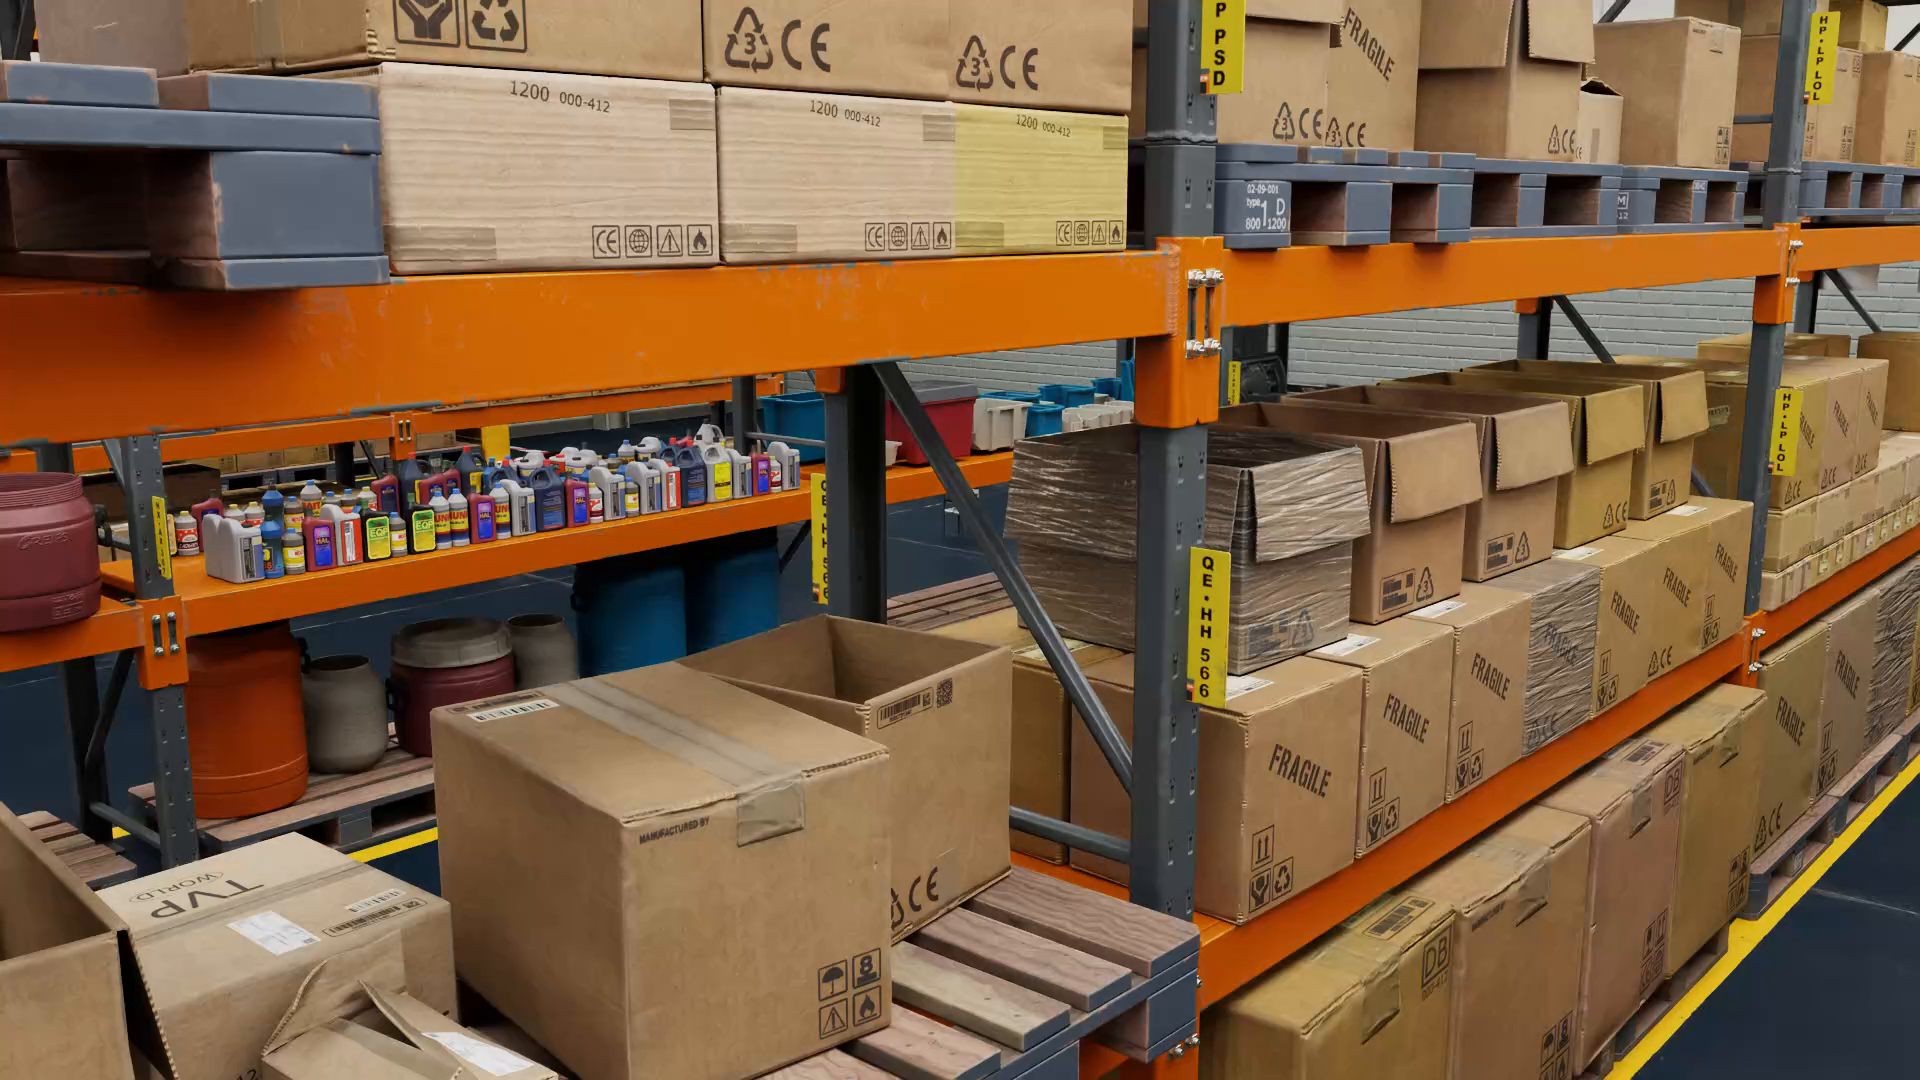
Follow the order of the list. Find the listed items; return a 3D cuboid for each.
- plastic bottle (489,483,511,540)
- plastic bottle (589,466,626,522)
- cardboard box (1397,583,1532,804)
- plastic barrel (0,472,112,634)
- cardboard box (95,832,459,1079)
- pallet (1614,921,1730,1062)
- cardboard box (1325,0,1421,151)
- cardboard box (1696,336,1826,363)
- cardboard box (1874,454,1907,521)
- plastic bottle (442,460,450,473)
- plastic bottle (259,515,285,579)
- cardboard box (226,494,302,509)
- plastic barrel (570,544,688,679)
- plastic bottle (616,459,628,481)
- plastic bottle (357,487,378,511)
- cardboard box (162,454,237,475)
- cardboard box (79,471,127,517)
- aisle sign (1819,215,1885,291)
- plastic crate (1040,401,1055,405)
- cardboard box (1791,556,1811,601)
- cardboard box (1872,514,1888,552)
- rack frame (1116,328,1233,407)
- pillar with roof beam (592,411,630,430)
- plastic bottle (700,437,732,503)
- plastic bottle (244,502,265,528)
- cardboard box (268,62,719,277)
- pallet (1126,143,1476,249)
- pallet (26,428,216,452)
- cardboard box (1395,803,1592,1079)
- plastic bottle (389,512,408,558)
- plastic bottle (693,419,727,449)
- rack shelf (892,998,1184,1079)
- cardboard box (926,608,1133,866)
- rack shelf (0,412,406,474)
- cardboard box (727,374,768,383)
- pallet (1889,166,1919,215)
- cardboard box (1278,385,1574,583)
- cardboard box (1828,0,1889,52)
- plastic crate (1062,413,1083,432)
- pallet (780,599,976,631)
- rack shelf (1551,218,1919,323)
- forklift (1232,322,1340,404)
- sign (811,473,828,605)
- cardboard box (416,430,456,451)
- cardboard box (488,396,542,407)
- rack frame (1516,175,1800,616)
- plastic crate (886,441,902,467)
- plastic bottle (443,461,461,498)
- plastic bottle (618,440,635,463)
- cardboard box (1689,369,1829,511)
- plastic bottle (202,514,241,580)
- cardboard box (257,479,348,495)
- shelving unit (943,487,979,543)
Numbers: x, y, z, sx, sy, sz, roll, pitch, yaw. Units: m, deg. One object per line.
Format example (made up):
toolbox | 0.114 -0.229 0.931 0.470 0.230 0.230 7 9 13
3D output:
plastic bottle | -2.242 -0.143 8.096 0.097 0.271 0.097 0 11 0
plastic bottle | -1.823 -0.247 8.604 0.152 0.276 0.135 10 15 40
cardboard box | 1.290 0.402 4.782 0.500 0.500 0.500 9 15 39
plastic barrel | -3.708 0.040 6.504 0.600 0.536 0.708 10 15 40
cardboard box | -1.188 0.724 2.737 0.500 0.250 0.500 9 15 39
pallet | 2.279 1.542 6.452 1.003 0.211 1.213 10 15 40
cardboard box | 0.943 -1.324 4.693 0.500 0.500 0.500 11 16 43
cardboard box | 4.185 -0.791 8.722 0.500 0.500 0.500 9 15 39
cardboard box | 4.239 -0.277 8.064 0.500 0.250 0.500 10 15 40
plastic bottle | -2.719 -0.273 8.717 0.061 0.283 0.133 10 15 40
plastic bottle | -3.004 0.027 7.245 0.097 0.271 0.097 0 11 0
cardboard box | -5.151 -0.039 12.505 0.500 0.500 0.500 10 15 41
plastic barrel | -1.829 0.416 9.255 0.600 0.901 0.708 10 15 40
plastic bottle | -1.775 -0.292 8.842 0.097 0.271 0.097 0 11 0
plastic bottle | -2.991 -0.167 8.394 0.097 0.201 0.097 0 11 0
cardboard box | -7.860 -0.947 17.103 0.700 0.500 0.500 10 15 41
cardboard box | -6.201 -0.327 12.034 0.500 0.250 0.500 9 15 39
aisle sign | 5.194 -1.861 9.735 0.394 0.787 0.004 10 15 40
plastic crate | 0.519 -0.948 12.317 0.250 0.136 0.298 10 15 40
cardboard box | 3.350 0.135 7.017 0.380 0.149 0.250 9 14 38
cardboard box | 4.204 -0.056 7.972 0.380 0.149 0.250 9 15 39
rack frame | 1.651 -1.178 12.949 1.000 3.000 0.127 10 15 40
pillar with roof beam | -1.424 -5.353 18.536 9.100 9.000 0.400 10 15 40
plastic bottle | -1.350 -0.387 9.118 0.144 0.351 0.185 10 15 40
plastic bottle | -3.377 -0.081 7.964 0.097 0.201 0.097 0 11 0
cardboard box | -0.690 -0.508 2.319 0.500 0.250 0.500 10 15 42
pallet | 0.476 -0.840 4.083 1.213 0.211 1.003 11 16 43
pallet | -6.068 -0.834 11.719 1.003 0.211 1.213 10 15 40
cardboard box | 1.156 1.247 5.163 1.225 0.875 0.875 10 15 41
plastic bottle | -2.611 -0.026 7.691 0.097 0.201 0.097 0 11 0
plastic bottle | -1.492 -0.549 9.928 0.144 0.351 0.185 10 15 40
rack shelf | -1.229 1.287 2.447 1.077 0.370 4.000 10 15 40
cardboard box | 0.230 0.486 4.363 0.500 0.500 0.500 10 15 42
rack shelf | -6.028 -0.583 11.808 1.077 0.370 4.000 10 15 40
cardboard box | -2.158 -1.766 15.642 0.500 0.500 0.500 10 15 42
pallet | 4.085 -1.674 8.001 1.003 0.211 1.213 10 15 40
cardboard box | 1.456 -0.202 5.246 0.797 0.503 0.637 10 15 42
cardboard box | 4.031 -2.384 7.833 0.500 0.250 0.500 9 15 39
plastic crate | 0.700 -0.803 11.595 0.298 0.136 0.250 10 15 40
pallet | -0.533 0.665 10.842 1.003 0.211 1.213 10 15 40
rack shelf | 4.052 -1.361 8.046 1.077 0.370 4.000 10 15 40
forklift | 2.758 -1.424 14.356 3.031 2.935 1.130 9 14 37
sign | -0.328 0.001 4.093 0.100 0.325 0.005 10 15 40
cardboard box | -6.178 -1.323 18.985 0.700 0.500 0.500 10 15 40
cardboard box | -3.831 -1.395 13.780 0.500 0.500 0.500 10 15 41
rack frame | 2.731 0.051 6.796 1.000 3.000 0.127 10 15 40
plastic crate | -0.575 -0.539 10.272 0.396 0.136 0.243 10 15 40
plastic bottle | -2.673 -0.265 8.678 0.061 0.283 0.133 10 15 40
plastic bottle | -1.920 -0.440 9.583 0.097 0.271 0.097 0 11 0
cardboard box | 3.240 -0.426 6.895 0.500 0.500 0.500 10 15 40
plastic bottle | -3.215 0.019 7.276 0.152 0.276 0.135 10 15 40
cardboard box | -5.210 -0.180 13.214 0.500 0.500 0.500 9 14 38
shelving unit | 0.005 -0.442 14.629 0.258 0.900 0.210 10 15 40
